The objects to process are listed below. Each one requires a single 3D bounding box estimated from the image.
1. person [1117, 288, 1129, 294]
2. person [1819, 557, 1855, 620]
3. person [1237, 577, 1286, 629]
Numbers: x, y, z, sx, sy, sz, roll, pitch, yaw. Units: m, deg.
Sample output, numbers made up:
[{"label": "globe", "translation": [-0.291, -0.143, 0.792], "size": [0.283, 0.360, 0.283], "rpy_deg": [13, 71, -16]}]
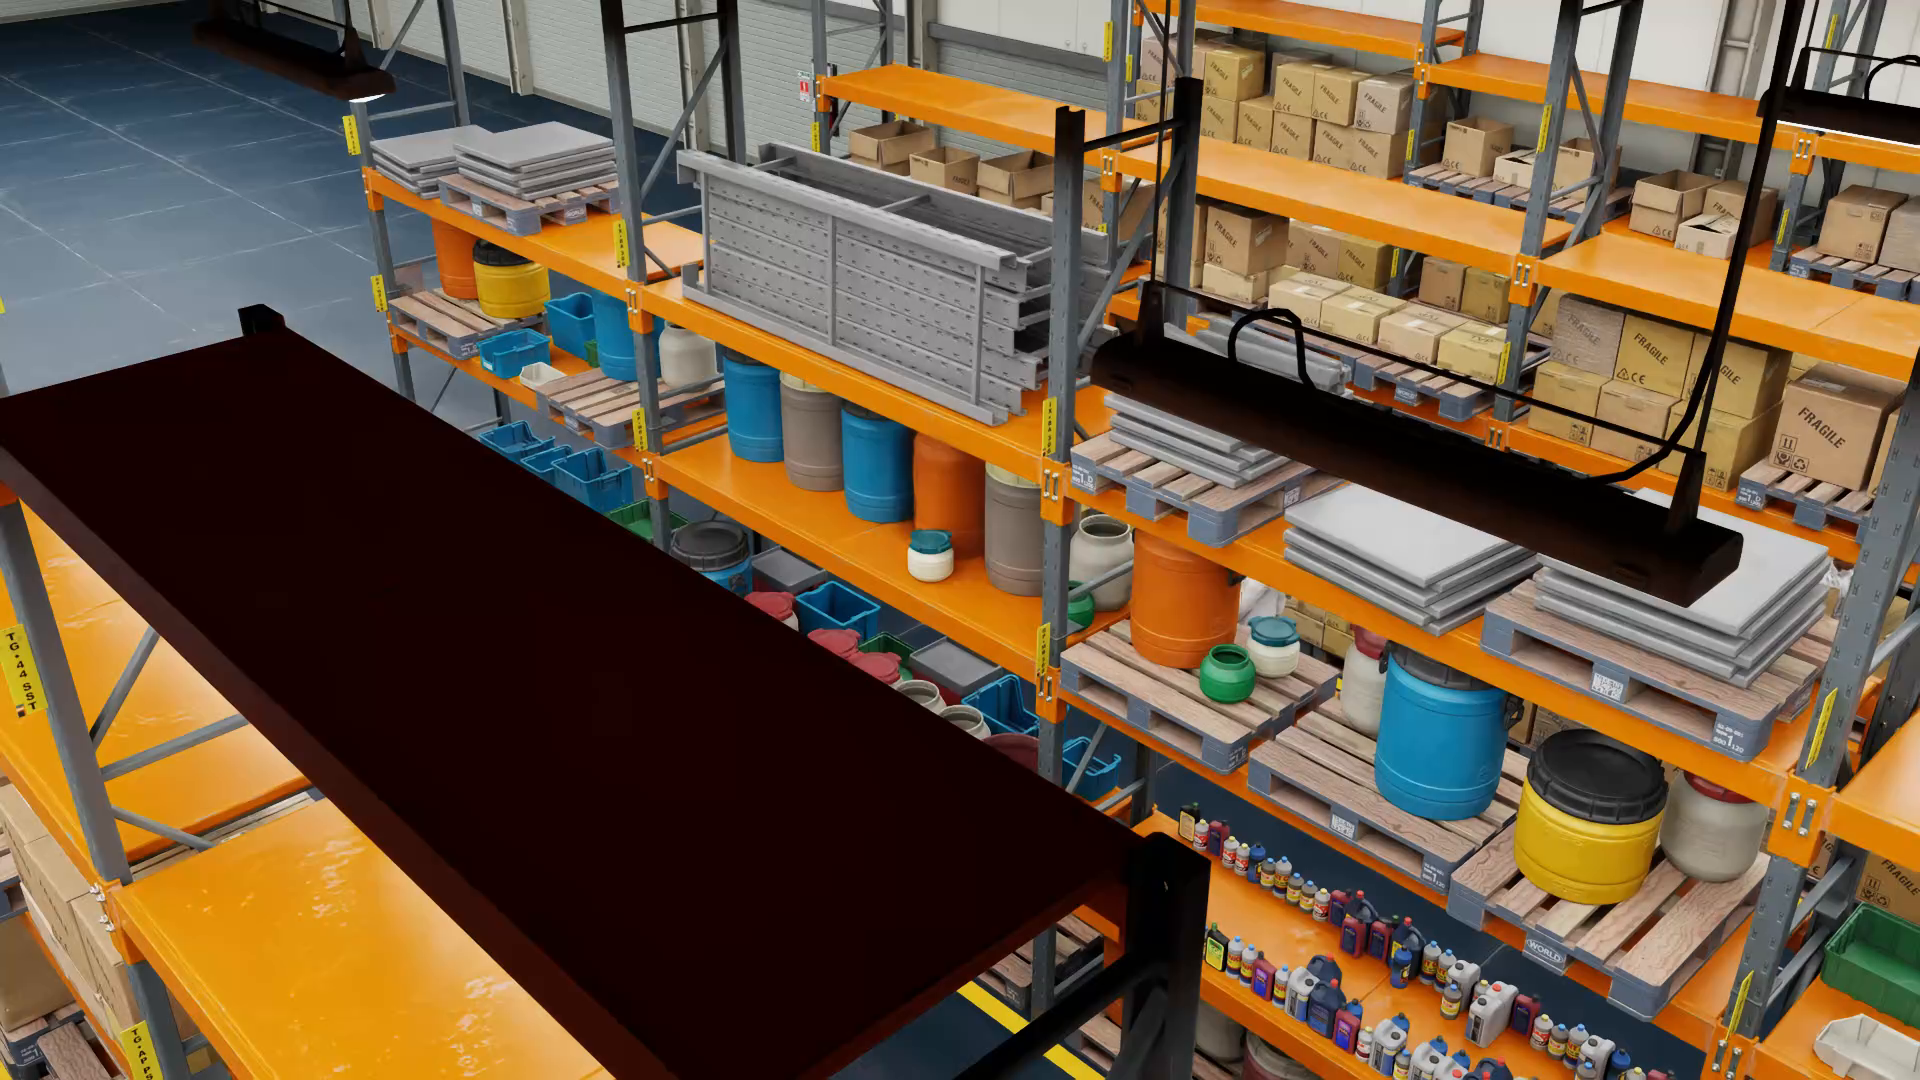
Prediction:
[{"label": "person", "translation": [1.799, -2.324, 19.455], "size": [0.940, 1.595, 0.528], "rpy_deg": [4, 28, 7]}, {"label": "person", "translation": [7.090, 0.692, 13.802], "size": [0.514, 1.677, 0.454], "rpy_deg": [-9, 30, -17]}, {"label": "person", "translation": [2.313, 0.652, 13.804], "size": [0.798, 1.794, 0.619], "rpy_deg": [17, 33, 29]}]
